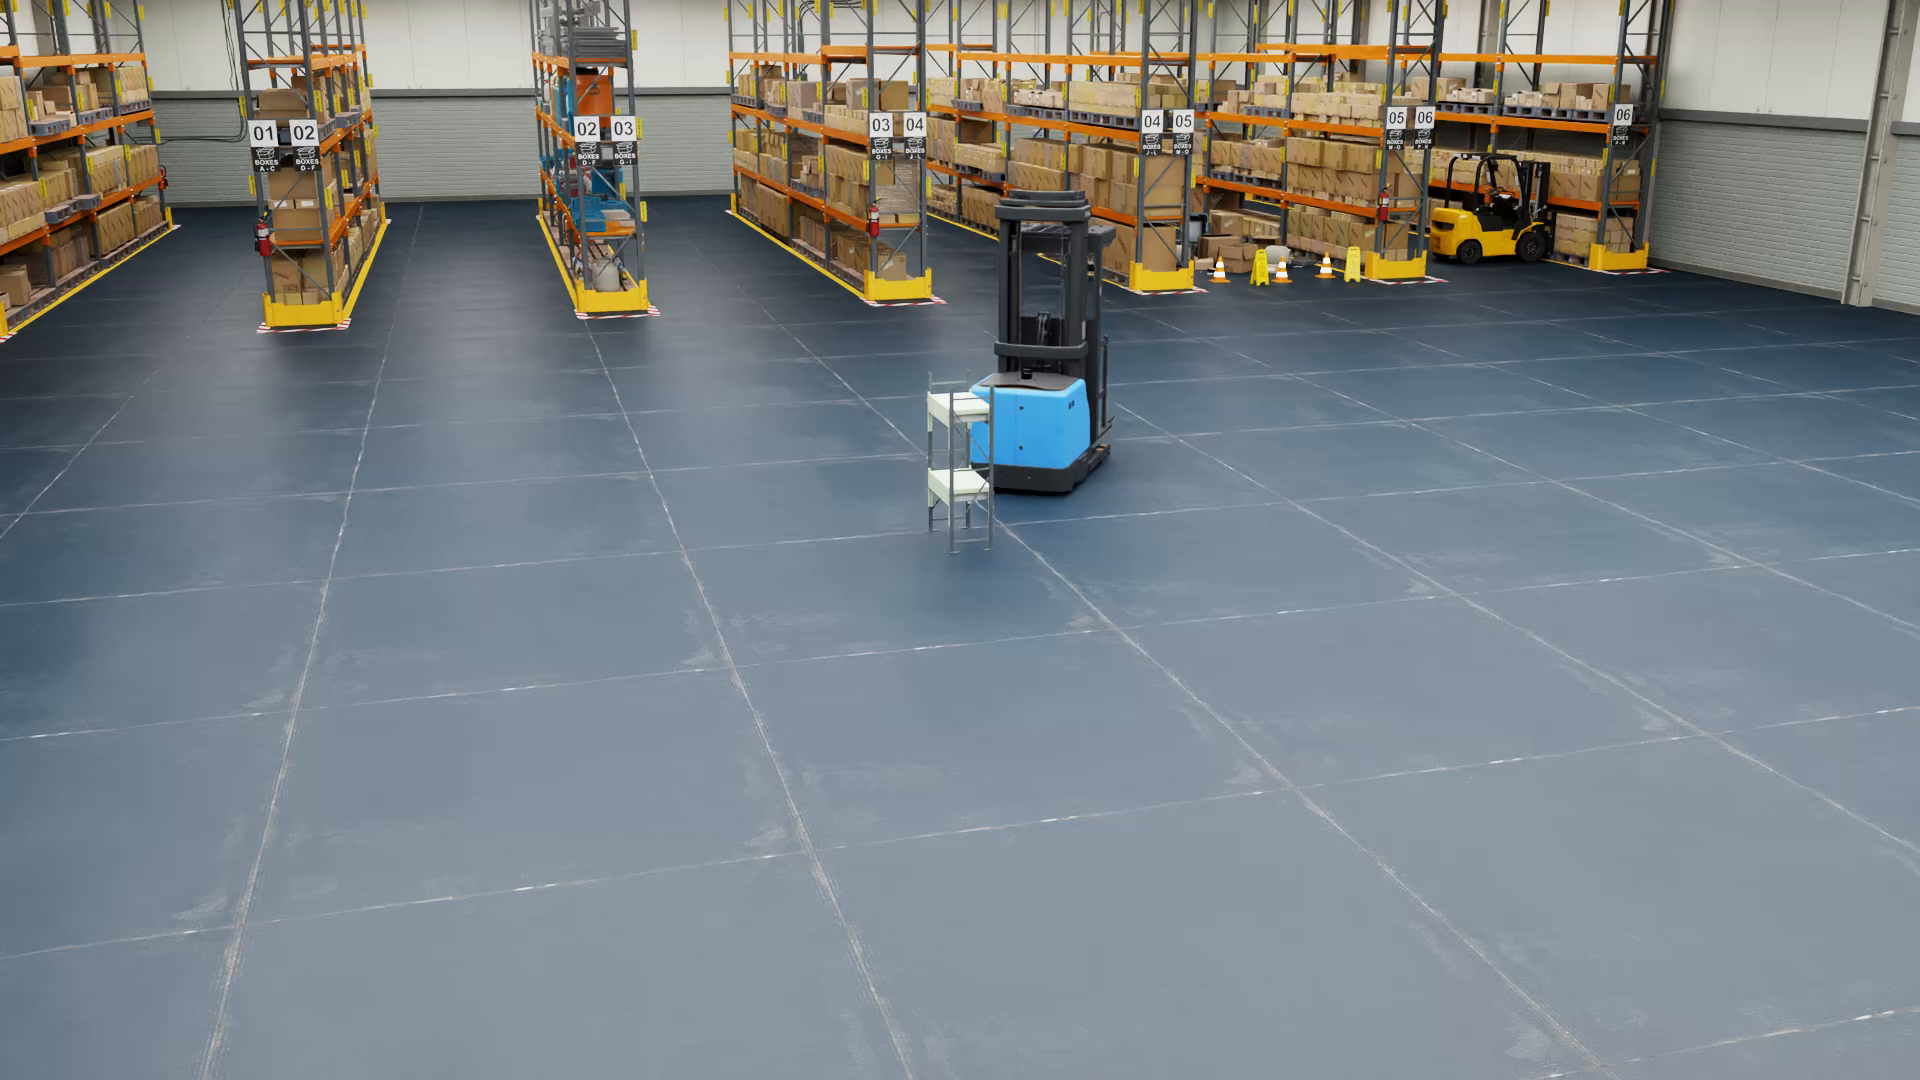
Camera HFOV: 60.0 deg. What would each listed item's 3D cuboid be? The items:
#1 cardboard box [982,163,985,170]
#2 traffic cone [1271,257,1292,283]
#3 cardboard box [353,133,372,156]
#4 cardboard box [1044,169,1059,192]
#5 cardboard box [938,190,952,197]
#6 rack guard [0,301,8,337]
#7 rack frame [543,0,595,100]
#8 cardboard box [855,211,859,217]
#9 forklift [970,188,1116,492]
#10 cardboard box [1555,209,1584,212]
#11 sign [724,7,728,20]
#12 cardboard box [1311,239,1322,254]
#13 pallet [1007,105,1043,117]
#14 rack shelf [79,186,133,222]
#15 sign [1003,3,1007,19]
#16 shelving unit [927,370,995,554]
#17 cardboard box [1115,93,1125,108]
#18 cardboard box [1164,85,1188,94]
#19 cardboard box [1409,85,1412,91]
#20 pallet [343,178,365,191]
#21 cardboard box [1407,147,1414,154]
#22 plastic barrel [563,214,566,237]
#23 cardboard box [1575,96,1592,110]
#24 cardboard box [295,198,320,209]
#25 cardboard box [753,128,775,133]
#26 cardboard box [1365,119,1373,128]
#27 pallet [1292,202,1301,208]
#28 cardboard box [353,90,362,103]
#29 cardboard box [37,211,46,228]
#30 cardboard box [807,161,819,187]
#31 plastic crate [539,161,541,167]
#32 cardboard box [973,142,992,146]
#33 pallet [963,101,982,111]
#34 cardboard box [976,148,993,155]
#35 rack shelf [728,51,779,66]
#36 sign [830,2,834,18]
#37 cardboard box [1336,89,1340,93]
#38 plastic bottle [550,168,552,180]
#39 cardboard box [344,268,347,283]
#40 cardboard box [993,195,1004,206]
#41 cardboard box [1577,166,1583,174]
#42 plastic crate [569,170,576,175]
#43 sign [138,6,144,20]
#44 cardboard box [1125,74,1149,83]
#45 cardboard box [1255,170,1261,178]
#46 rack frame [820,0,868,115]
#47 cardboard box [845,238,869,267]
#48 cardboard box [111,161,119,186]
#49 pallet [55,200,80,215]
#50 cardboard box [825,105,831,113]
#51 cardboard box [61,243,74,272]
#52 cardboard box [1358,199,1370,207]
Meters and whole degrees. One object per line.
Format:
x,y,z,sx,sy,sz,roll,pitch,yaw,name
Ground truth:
0.736,-8.700,38.704,0.380,0.149,0.250,-5,17,-16,cardboard box
6.114,-5.136,31.544,0.336,0.463,0.334,-5,17,-15,traffic cone
-14.048,-9.234,38.864,0.500,0.500,0.500,-5,17,-17,cardboard box
2.076,-7.514,34.877,0.500,0.500,0.500,-5,17,-16,cardboard box
-0.361,-8.969,43.087,0.380,0.149,0.250,-5,18,-17,cardboard box
-15.391,-3.382,25.638,1.175,0.500,0.348,-5,17,-15,rack guard
-8.043,-10.427,34.320,1.000,3.000,0.127,-5,17,-15,rack frame
-1.719,-6.019,30.511,0.380,0.149,0.250,-5,17,-15,cardboard box
1.013,-2.263,17.690,1.130,2.935,3.031,5,18,17,forklift
12.865,-6.840,35.118,0.500,0.250,0.500,-5,17,-16,cardboard box
-6.015,-13.512,42.693,0.100,0.325,0.005,-5,17,-15,sign
7.555,-6.029,34.156,0.500,0.250,0.500,-5,17,-16,cardboard box
1.744,-9.482,36.716,1.213,0.211,1.003,-4,17,-13,pallet
-18.118,-6.979,34.521,1.077,0.370,4.000,-5,17,-15,rack shelf
0.997,-11.622,36.538,0.100,0.325,0.005,-5,17,-15,sign
0.002,-0.716,15.028,0.431,1.500,0.755,-5,17,-15,shelving unit
3.175,-8.105,30.643,0.500,0.250,0.500,-5,17,-15,cardboard box
3.929,-8.161,30.138,0.380,0.149,0.250,-5,17,-15,cardboard box
11.142,-11.017,40.548,0.380,0.149,0.250,-5,17,-15,cardboard box
-13.346,-7.609,35.700,1.003,0.211,1.213,-5,17,-15,pallet
10.898,-9.296,39.681,0.380,0.149,0.250,-4,17,-14,cardboard box
-8.504,-7.046,36.956,0.600,0.588,0.708,-5,17,-15,plastic barrel
12.628,-8.806,33.468,0.396,0.266,0.258,-5,17,-15,cardboard box
-10.509,-5.434,26.826,0.380,0.149,0.250,-5,17,-16,cardboard box
-5.093,-10.474,43.345,0.500,0.500,0.500,-4,17,-15,cardboard box
7.979,-7.975,31.808,0.380,0.149,0.250,-5,17,-15,cardboard box
9.732,-9.083,45.122,1.003,0.211,1.213,-5,17,-15,pallet
-13.801,-10.028,37.597,0.500,0.250,0.500,-5,17,-15,cardboard box
-16.048,-5.495,28.554,0.500,0.250,0.500,-5,17,-15,cardboard box
-2.747,-7.562,34.300,0.797,0.503,0.637,-3,17,-10,cardboard box
-10.482,-9.479,41.948,0.250,0.136,0.298,-5,17,-15,plastic crate
0.523,-9.763,41.848,0.500,0.500,0.500,-5,17,-16,cardboard box
0.772,-10.297,39.427,1.213,0.211,1.003,-5,17,-15,pallet
0.587,-9.132,39.111,0.380,0.149,0.250,-4,17,-13,cardboard box
-4.930,-11.942,41.310,1.077,0.370,4.000,-5,17,-15,rack shelf
-2.762,-11.349,35.630,0.100,0.325,0.005,-5,17,-15,sign
9.808,-11.467,42.528,0.380,0.149,0.250,-4,17,-14,cardboard box
-9.415,-8.432,38.310,0.061,0.283,0.133,-5,17,-15,plastic bottle
-11.242,-4.691,29.702,0.500,0.250,0.500,-5,17,-15,cardboard box
1.076,-7.841,38.451,0.500,0.250,0.500,-5,17,-17,cardboard box
12.742,-7.487,33.658,0.380,0.149,0.250,-4,17,-14,cardboard box
-9.133,-8.703,39.362,0.396,0.136,0.243,-5,17,-15,plastic crate
-19.242,-12.381,39.063,0.100,0.325,0.005,-5,17,-15,sign
4.747,-11.941,43.491,0.797,0.503,0.637,-3,17,-11,cardboard box
6.706,-8.037,36.498,0.380,0.149,0.250,-5,17,-15,cardboard box
-2.182,-9.712,31.940,1.000,3.000,0.127,-5,17,-15,rack frame
-1.946,-5.571,32.198,0.500,0.500,0.500,1,17,2,cardboard box
-18.019,-7.689,34.908,0.500,0.500,0.500,-5,17,-15,cardboard box
-16.985,-6.134,30.791,1.003,0.211,1.213,-5,17,-15,pallet
-2.389,-8.280,31.956,0.380,0.149,0.250,-5,17,-17,cardboard box
-17.127,-5.302,31.268,0.700,0.500,0.500,-5,17,-16,cardboard box
7.961,-6.544,32.256,0.380,0.149,0.250,-5,17,-16,cardboard box
